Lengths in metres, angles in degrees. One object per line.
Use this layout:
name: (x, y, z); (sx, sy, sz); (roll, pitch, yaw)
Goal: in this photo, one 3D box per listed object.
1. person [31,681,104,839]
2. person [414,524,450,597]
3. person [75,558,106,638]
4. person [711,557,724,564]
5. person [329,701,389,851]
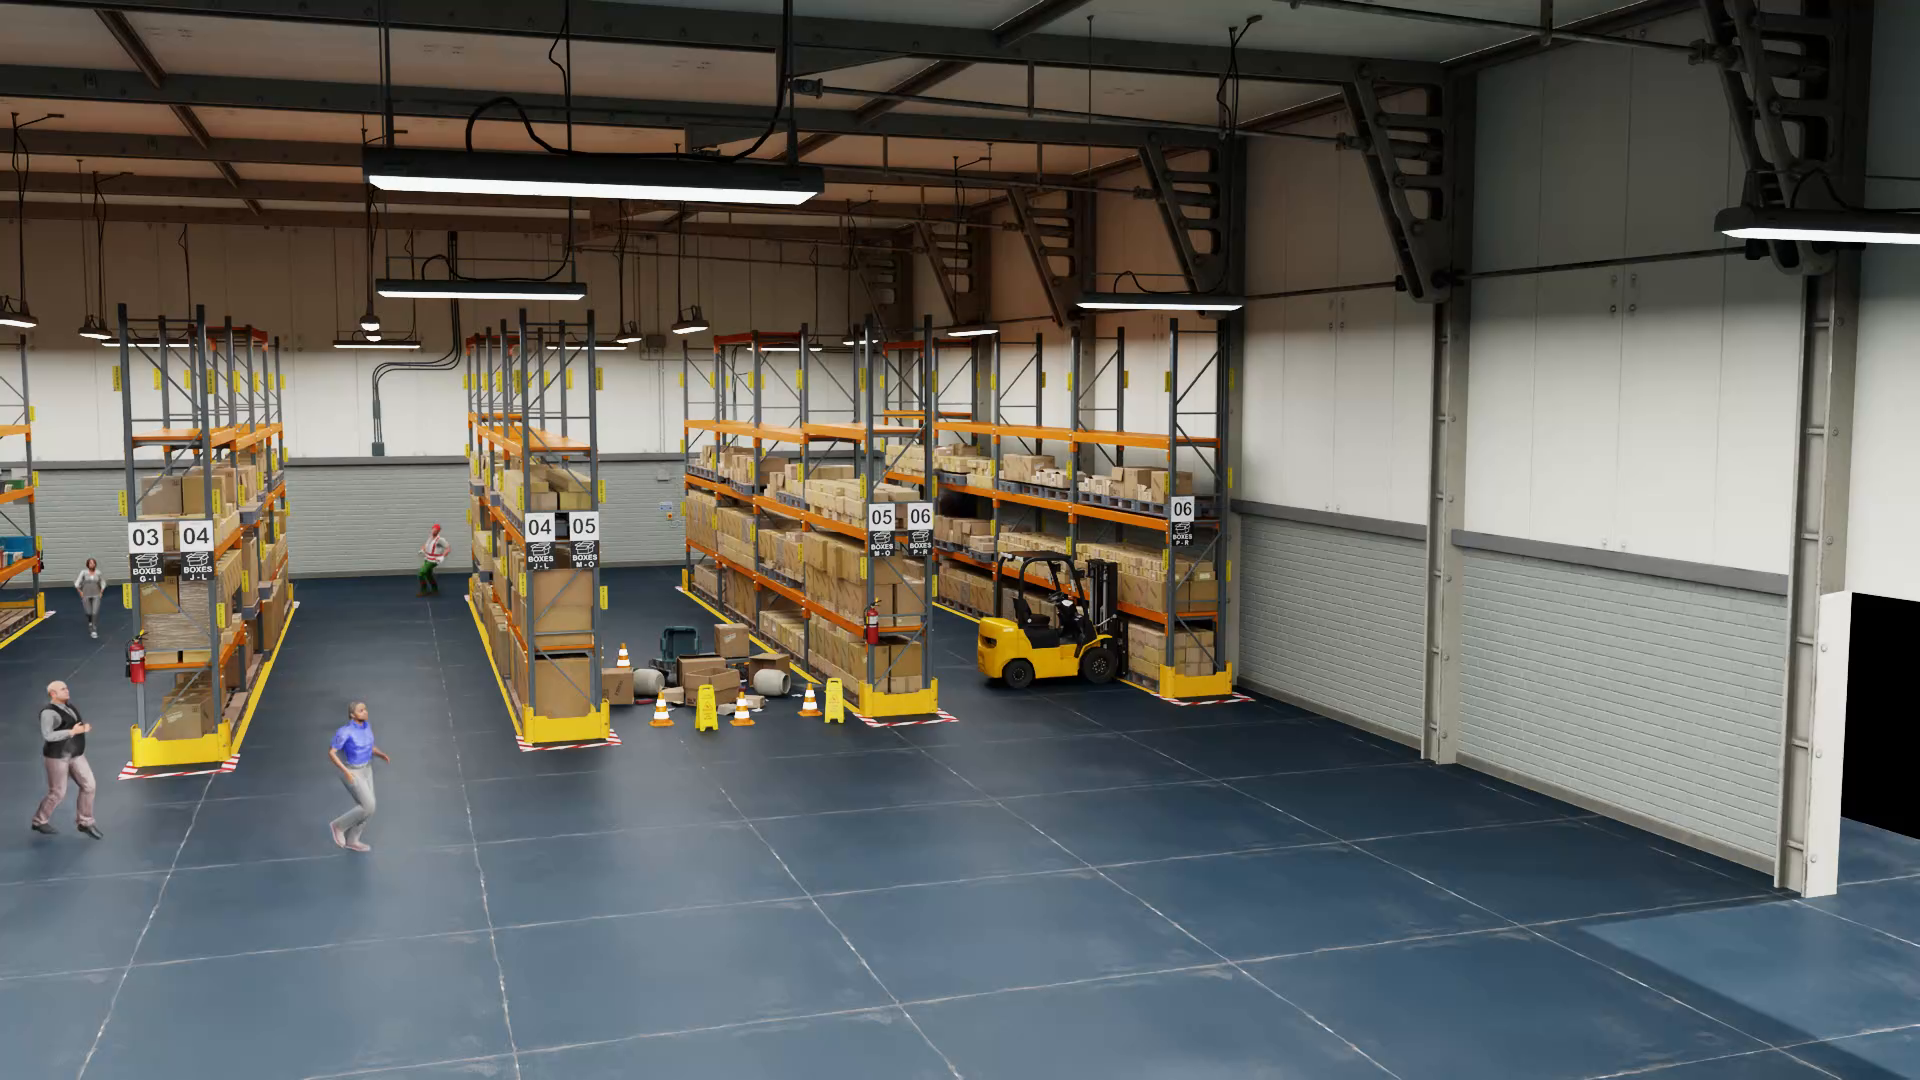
person: (-9.802, 2.418, 18.180); (0.742, 1.775, 0.637); (1, 5, 7)
person: (-12.386, 0.479, 38.891); (0.716, 1.729, 0.780); (-4, 7, -36)
person: (-17.083, 1.135, 32.710); (0.537, 1.567, 0.503); (-3, 6, -33)
person: (-5.985, 0.212, 41.404); (0.918, 1.704, 0.741); (2, 6, 16)
person: (-6.406, 2.519, 17.791); (0.571, 1.623, 0.566); (1, 6, 14)
